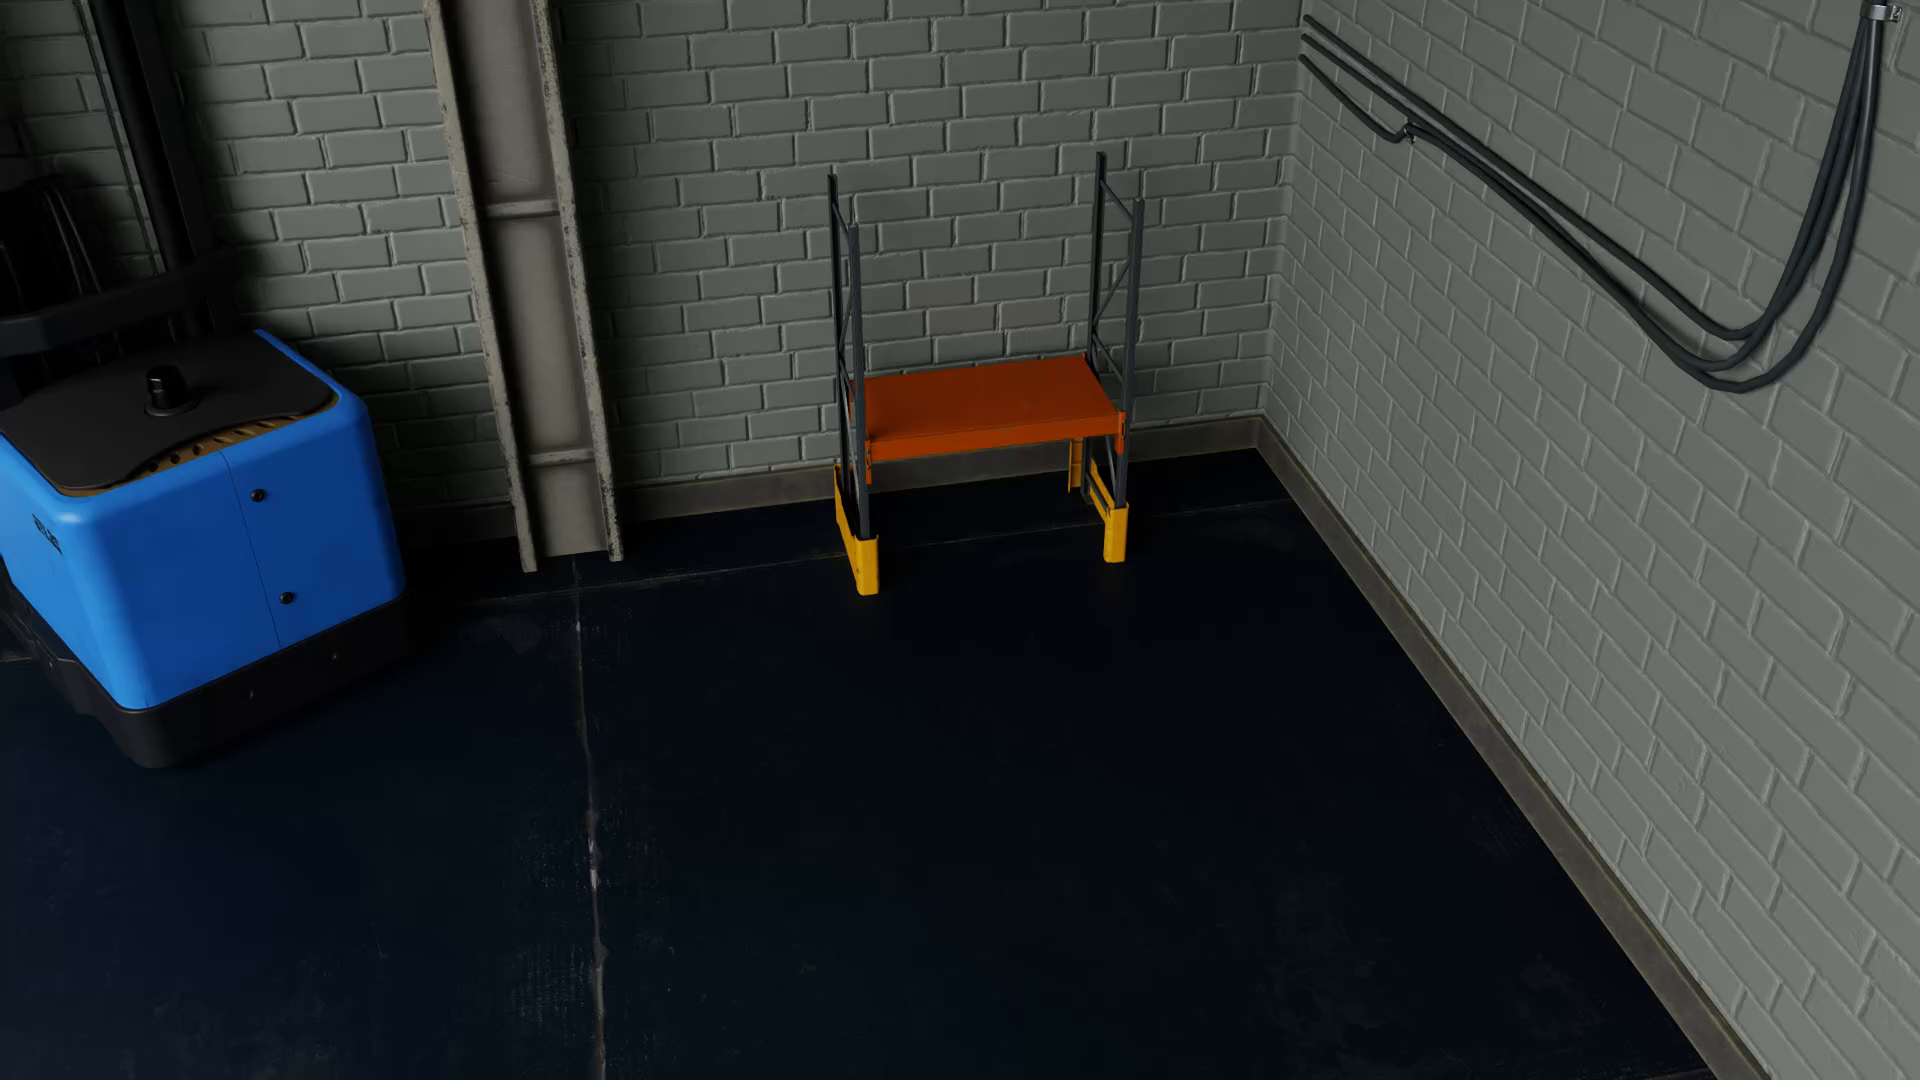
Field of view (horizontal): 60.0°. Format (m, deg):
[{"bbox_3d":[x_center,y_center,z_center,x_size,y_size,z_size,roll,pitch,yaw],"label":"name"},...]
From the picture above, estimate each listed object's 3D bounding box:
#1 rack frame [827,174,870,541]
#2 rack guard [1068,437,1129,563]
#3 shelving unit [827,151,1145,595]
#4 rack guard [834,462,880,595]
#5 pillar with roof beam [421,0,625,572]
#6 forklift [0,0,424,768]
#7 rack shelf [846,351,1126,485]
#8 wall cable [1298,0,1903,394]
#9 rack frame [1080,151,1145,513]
[{"bbox_3d":[-0.413,-0.571,6.255,0.032,1.500,0.500,-7,35,-11],"label":"rack frame"},{"bbox_3d":[0.560,-0.174,6.786,0.087,0.250,0.587,-7,35,-11],"label":"rack guard"},{"bbox_3d":[0.074,-0.632,6.346,1.083,1.500,0.587,-7,35,-11],"label":"shelving unit"},{"bbox_3d":[-0.411,-0.052,6.603,0.087,0.250,0.587,-7,35,-11],"label":"rack guard"},{"bbox_3d":[-0.614,-1.377,0.726,0.400,9.000,9.100,-7,35,-11],"label":"pillar with roof beam"},{"bbox_3d":[-3.348,-1.185,5.885,1.130,2.935,3.031,-29,43,-35],"label":"forklift"},{"bbox_3d":[0.083,-0.484,6.448,1.000,0.185,0.538,-7,35,-11],"label":"rack shelf"},{"bbox_3d":[1.601,-2.071,4.547,0.112,2.526,3.097,-7,35,-11],"label":"wall cable"},{"bbox_3d":[0.579,-0.696,6.441,0.032,1.500,0.500,-7,35,-11],"label":"rack frame"}]
